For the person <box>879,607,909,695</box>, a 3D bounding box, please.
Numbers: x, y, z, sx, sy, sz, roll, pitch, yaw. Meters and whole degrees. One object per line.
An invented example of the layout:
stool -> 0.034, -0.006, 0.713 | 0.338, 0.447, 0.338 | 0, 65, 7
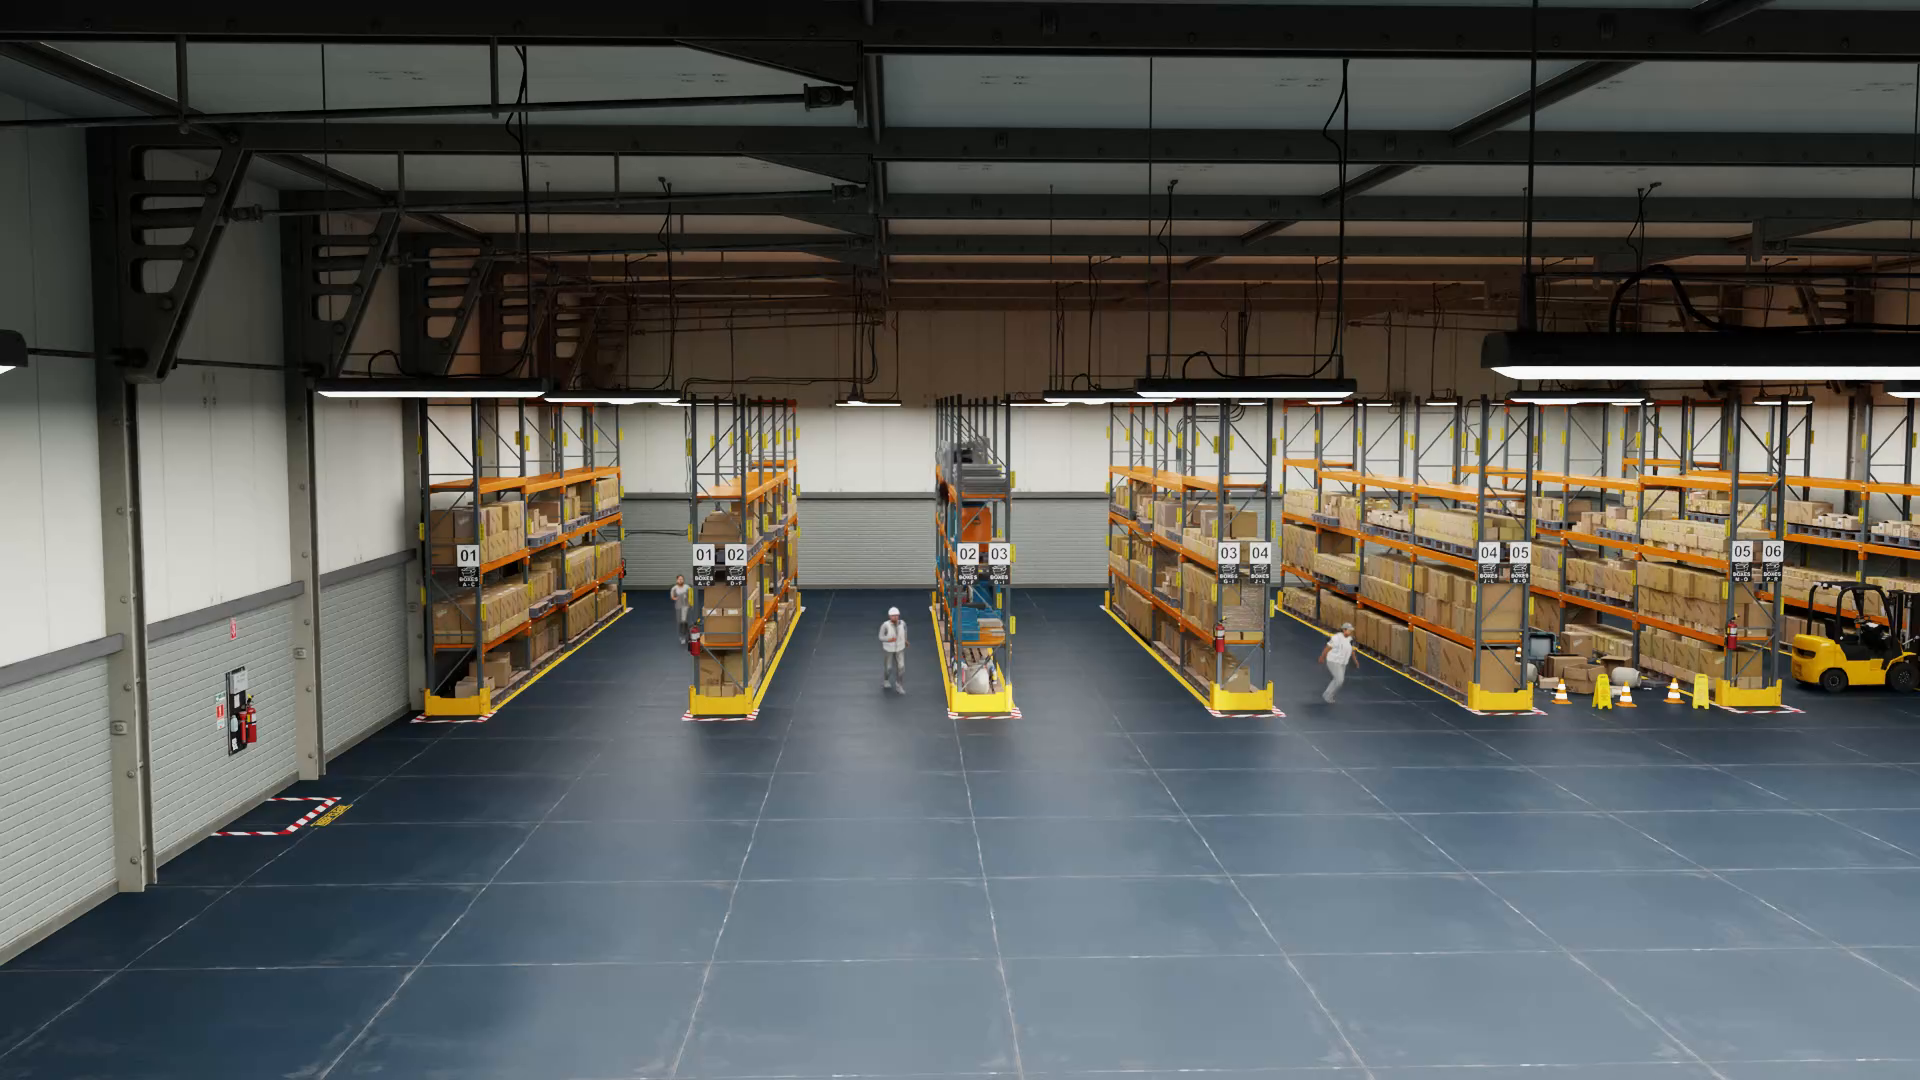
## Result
person -> -1.344, 2.210, 33.572 | 0.659, 1.746, 0.974 | -1, 5, -15

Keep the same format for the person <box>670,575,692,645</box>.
person -> -6.805, 1.692, 40.664 | 0.511, 1.713, 0.818 | 0, 4, 1

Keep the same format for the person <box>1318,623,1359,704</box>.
person -> 7.352, 2.385, 32.221 | 0.594, 1.604, 0.707 | -3, 6, -36

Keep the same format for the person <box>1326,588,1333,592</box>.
person -> 10.946, 1.115, 48.325 | 0.943, 1.764, 0.683 | 2, 5, 22
